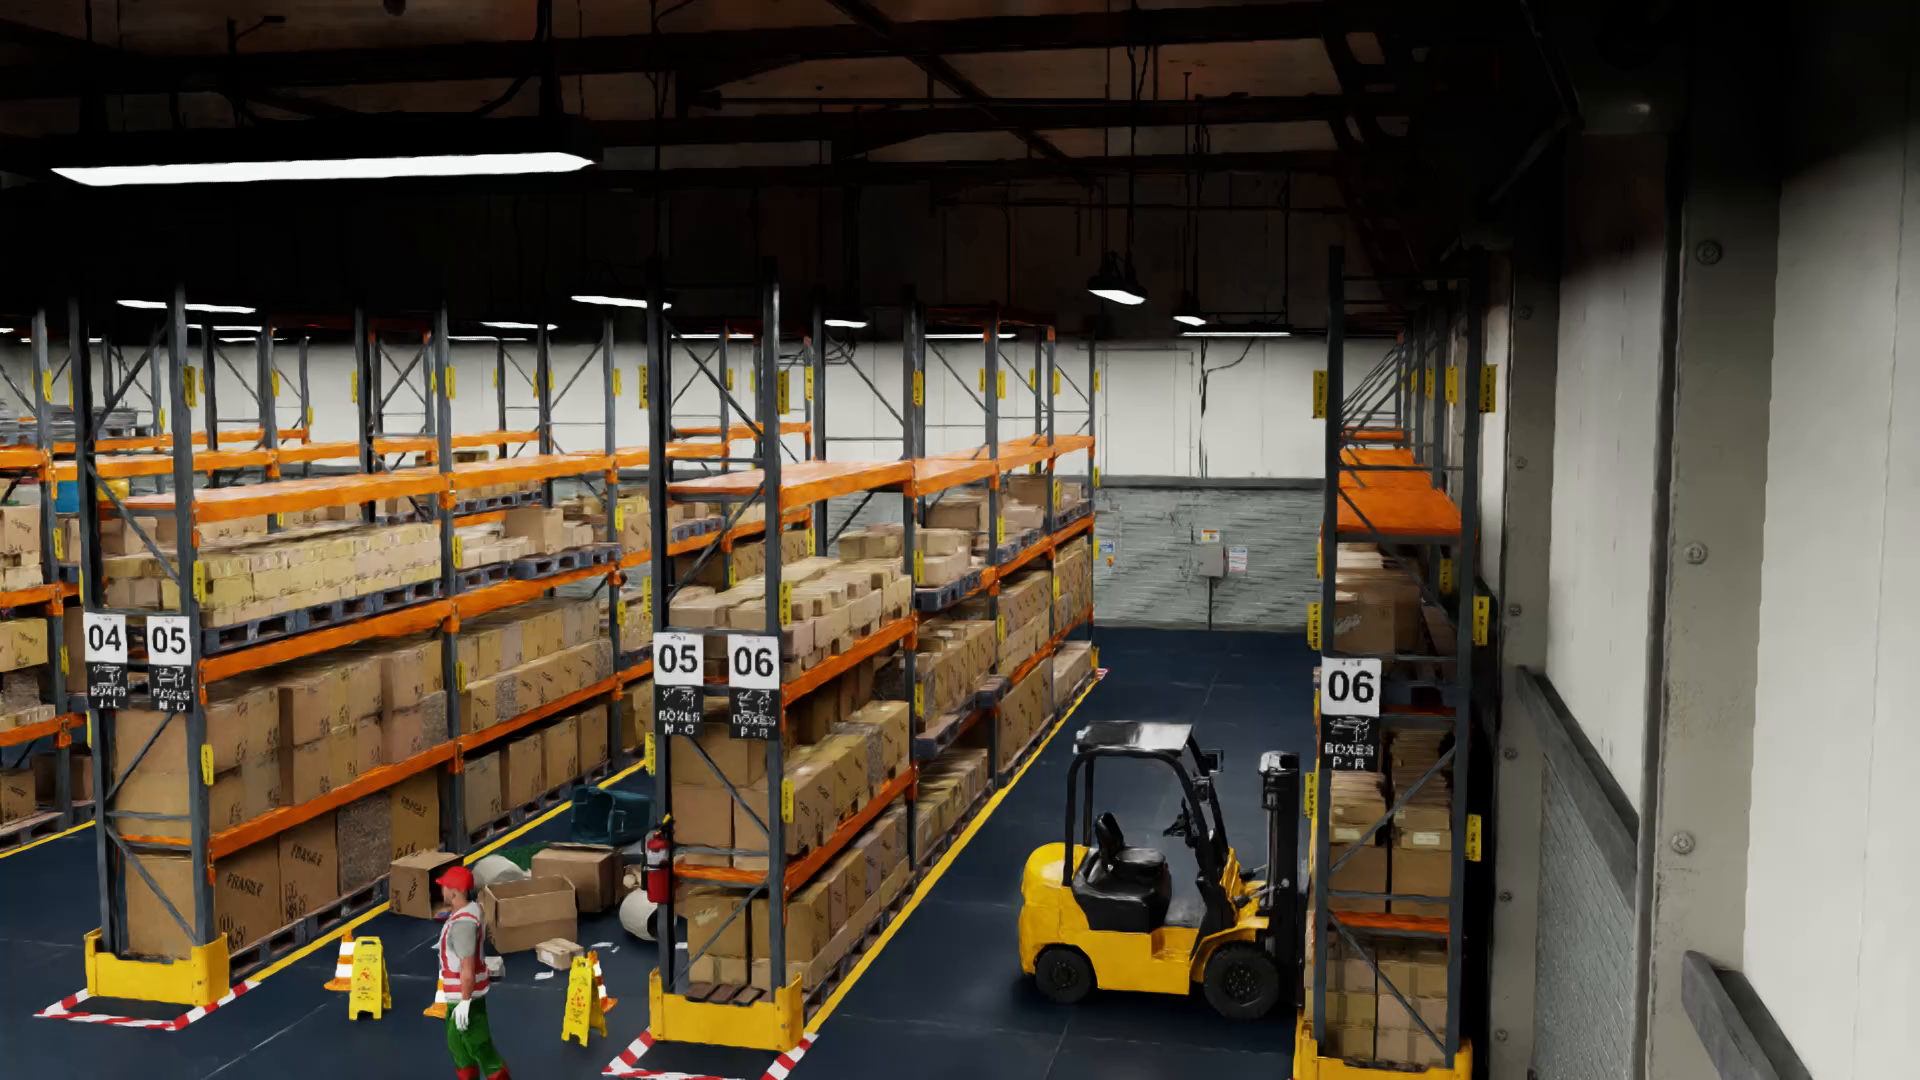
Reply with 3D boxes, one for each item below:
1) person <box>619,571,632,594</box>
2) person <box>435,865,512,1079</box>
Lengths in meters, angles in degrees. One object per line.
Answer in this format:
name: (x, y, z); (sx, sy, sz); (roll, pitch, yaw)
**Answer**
person: (-6.174, 1.316, 30.482); (0.417, 1.517, 1.037); (2, 6, 15)
person: (-3.357, 3.129, 11.507); (0.544, 1.783, 0.645); (-1, 6, -14)
